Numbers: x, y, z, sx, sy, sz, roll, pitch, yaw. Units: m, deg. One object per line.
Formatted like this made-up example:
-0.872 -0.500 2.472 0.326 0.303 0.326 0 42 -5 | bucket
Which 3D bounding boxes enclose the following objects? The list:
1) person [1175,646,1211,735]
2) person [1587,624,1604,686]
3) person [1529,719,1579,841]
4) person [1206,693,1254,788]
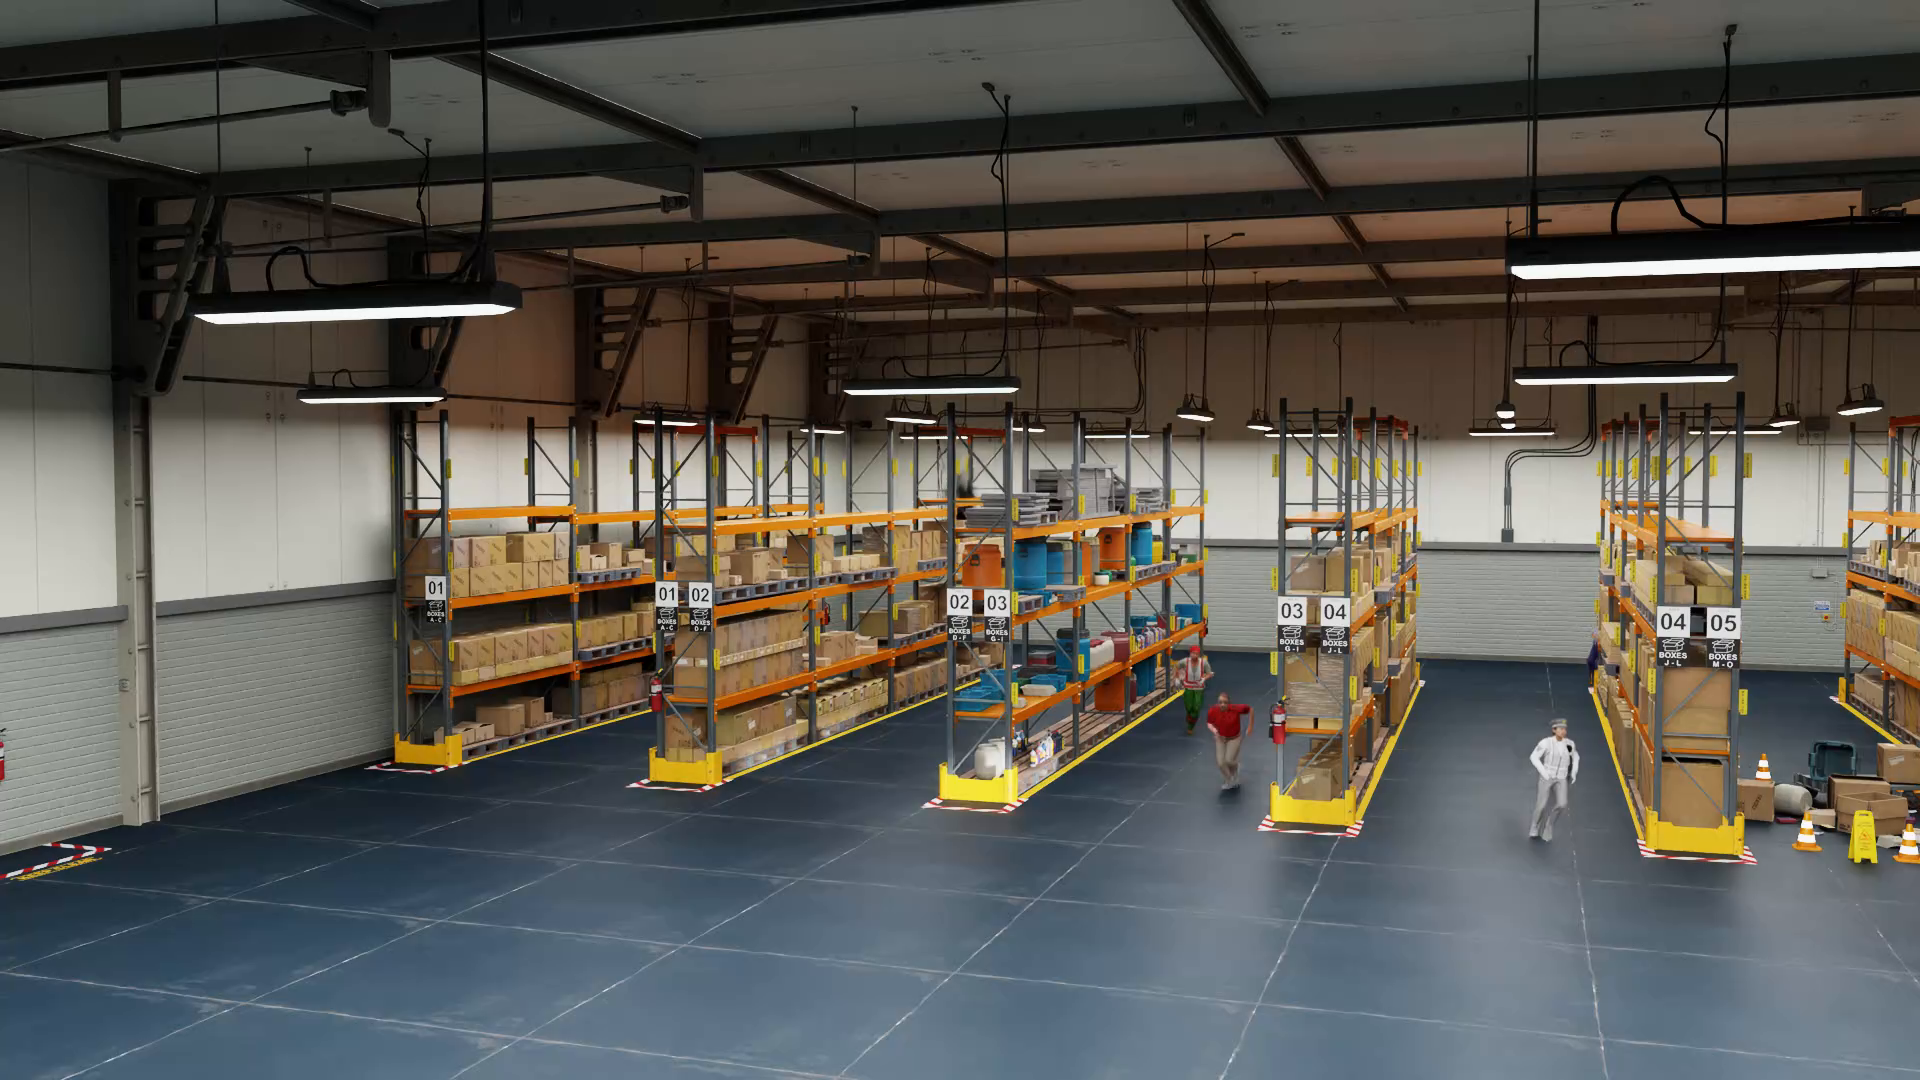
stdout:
4.387 2.819 31.279 0.652 1.707 0.745 0 2 0 | person
14.852 2.546 38.446 0.749 1.700 0.576 -1 3 -24 | person
8.027 3.220 22.394 0.680 1.658 0.595 0 2 6 | person
4.174 3.119 25.707 0.699 1.558 0.913 1 3 23 | person
